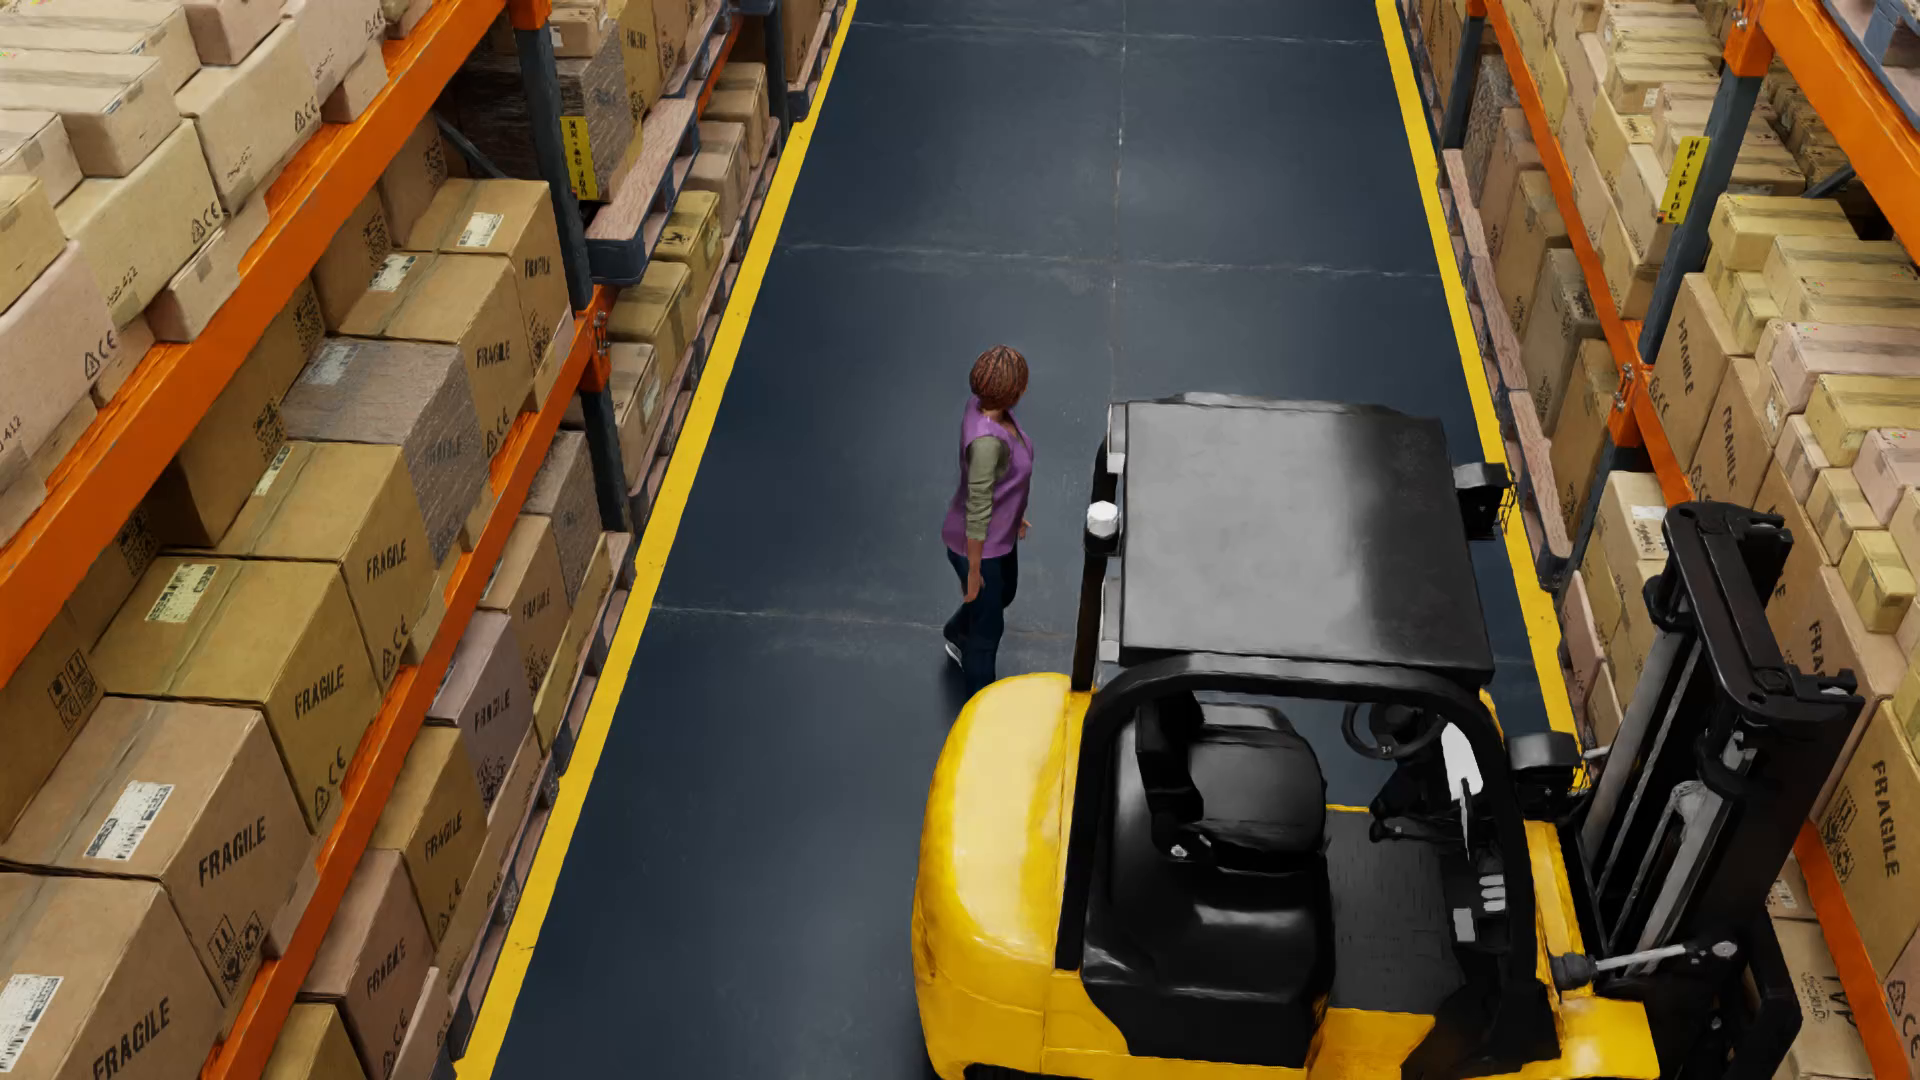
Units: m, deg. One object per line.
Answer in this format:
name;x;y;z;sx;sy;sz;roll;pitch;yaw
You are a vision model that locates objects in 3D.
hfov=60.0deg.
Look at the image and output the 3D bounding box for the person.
person;0.123;0.020;6.154;0.495;1.578;0.550;10;42;11
